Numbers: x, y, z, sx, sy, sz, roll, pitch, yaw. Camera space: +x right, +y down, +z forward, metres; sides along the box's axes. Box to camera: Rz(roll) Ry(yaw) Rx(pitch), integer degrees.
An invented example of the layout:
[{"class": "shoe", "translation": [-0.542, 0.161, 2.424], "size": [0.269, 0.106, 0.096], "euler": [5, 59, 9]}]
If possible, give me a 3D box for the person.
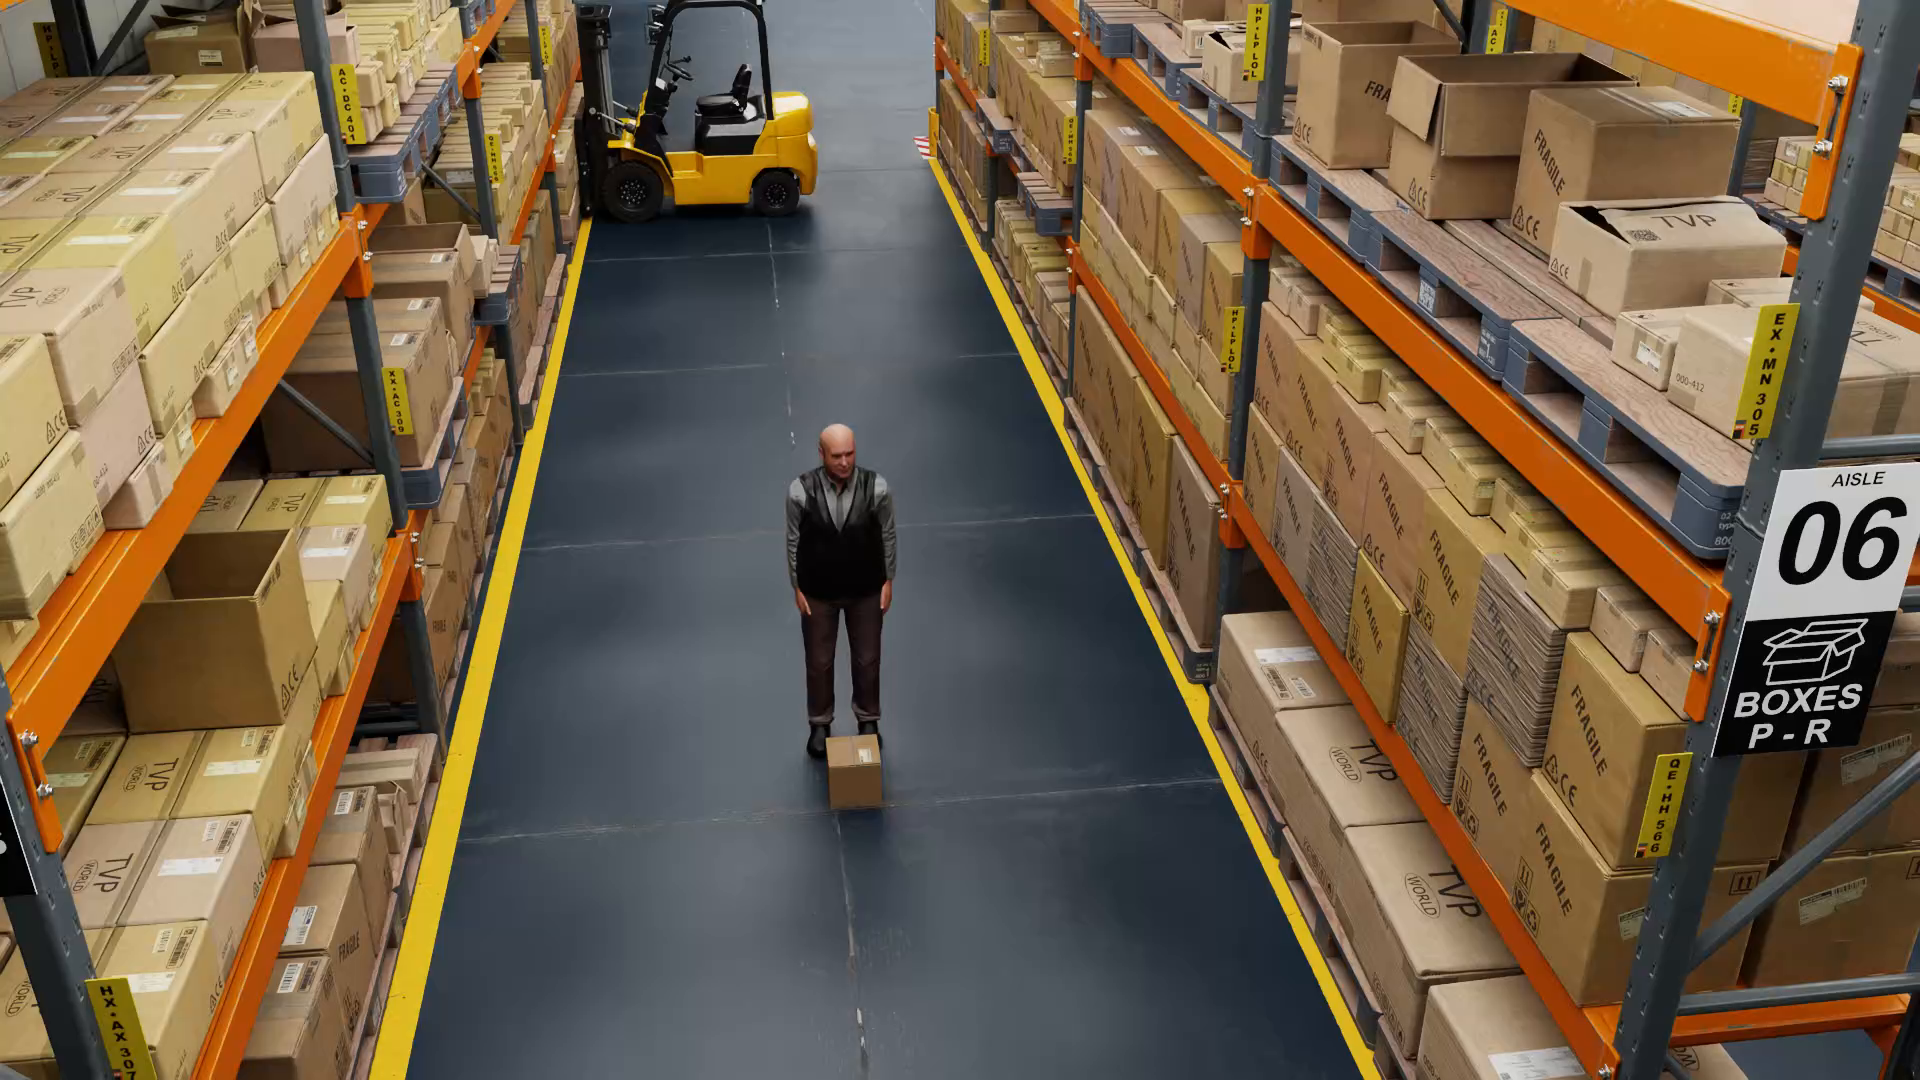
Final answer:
[{"class": "person", "translation": [-0.569, 0.252, 8.147], "size": [0.534, 1.724, 0.339], "euler": [-3, 27, -6]}]
